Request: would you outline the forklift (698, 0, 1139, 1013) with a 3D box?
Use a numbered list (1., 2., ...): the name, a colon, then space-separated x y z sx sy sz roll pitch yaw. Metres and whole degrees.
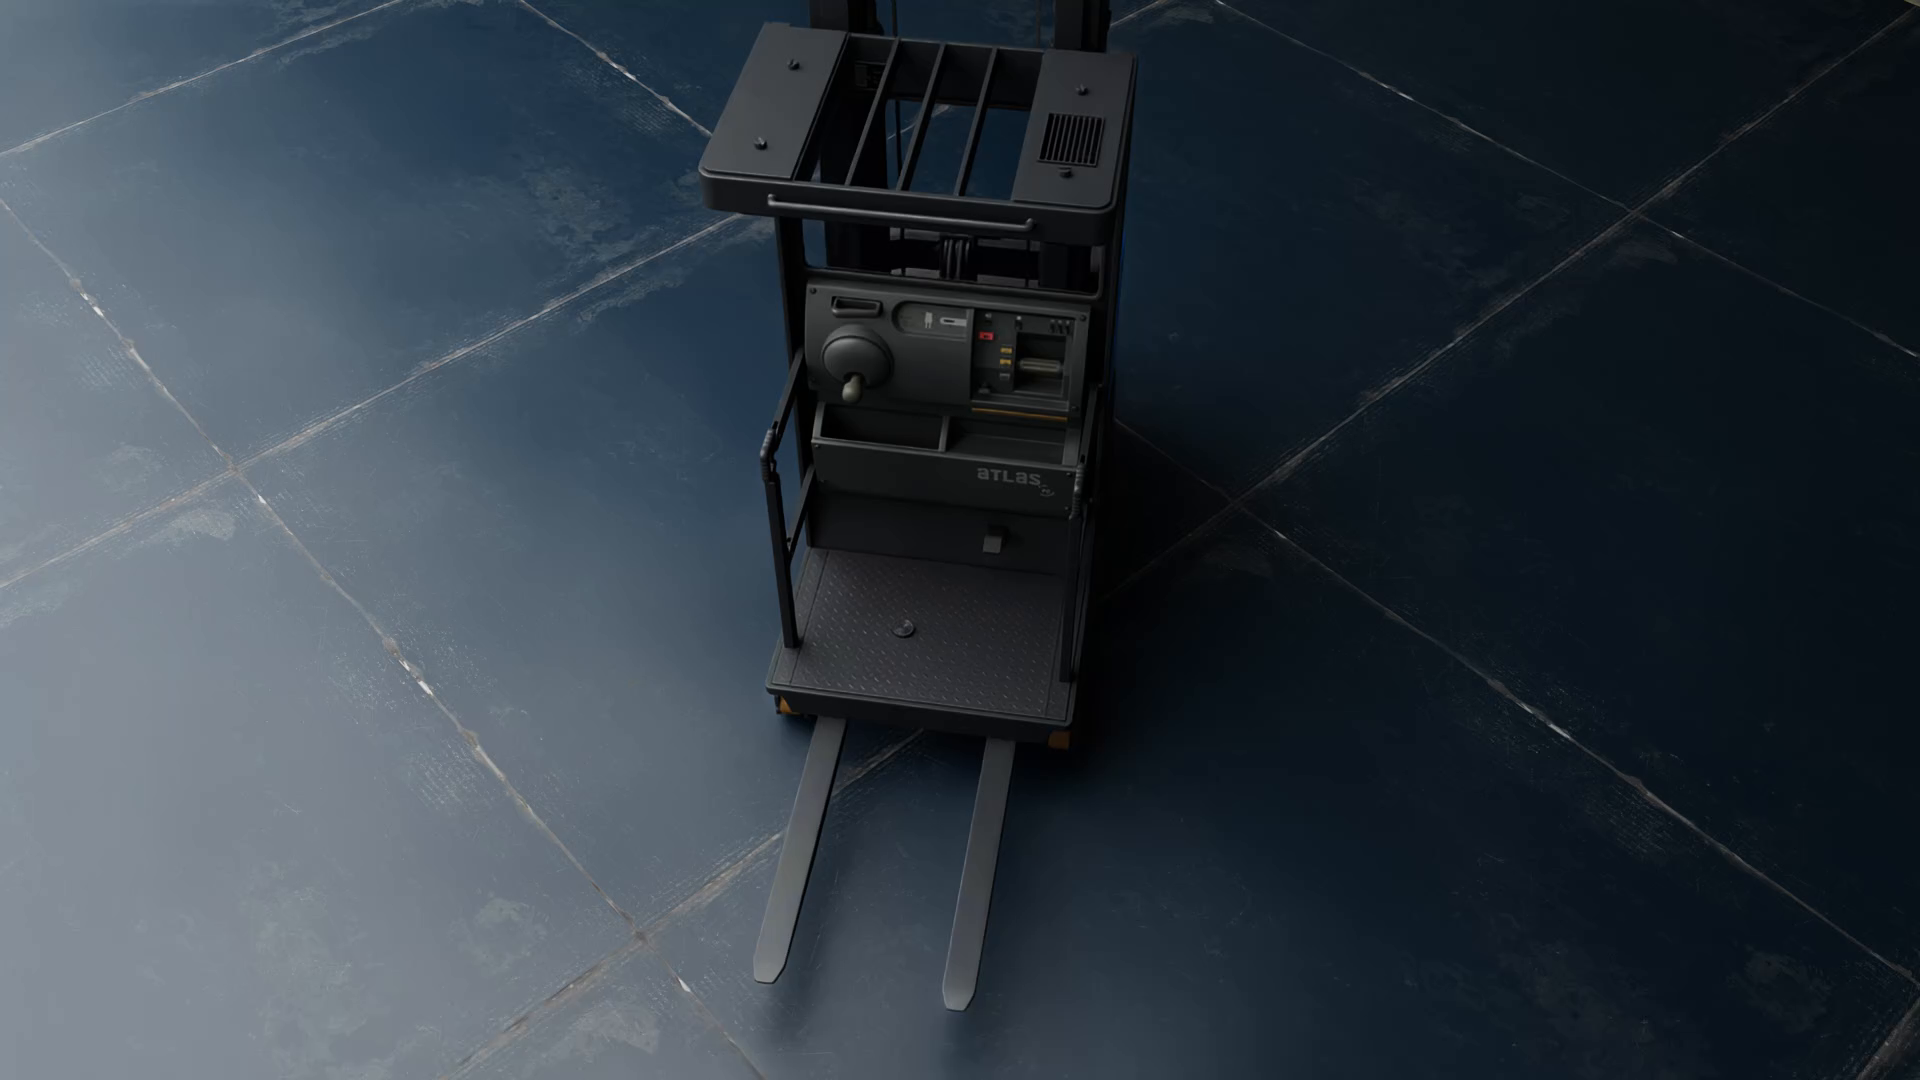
1. forklift: -0.078 -0.517 5.286 1.130 2.935 3.031 7 48 6
